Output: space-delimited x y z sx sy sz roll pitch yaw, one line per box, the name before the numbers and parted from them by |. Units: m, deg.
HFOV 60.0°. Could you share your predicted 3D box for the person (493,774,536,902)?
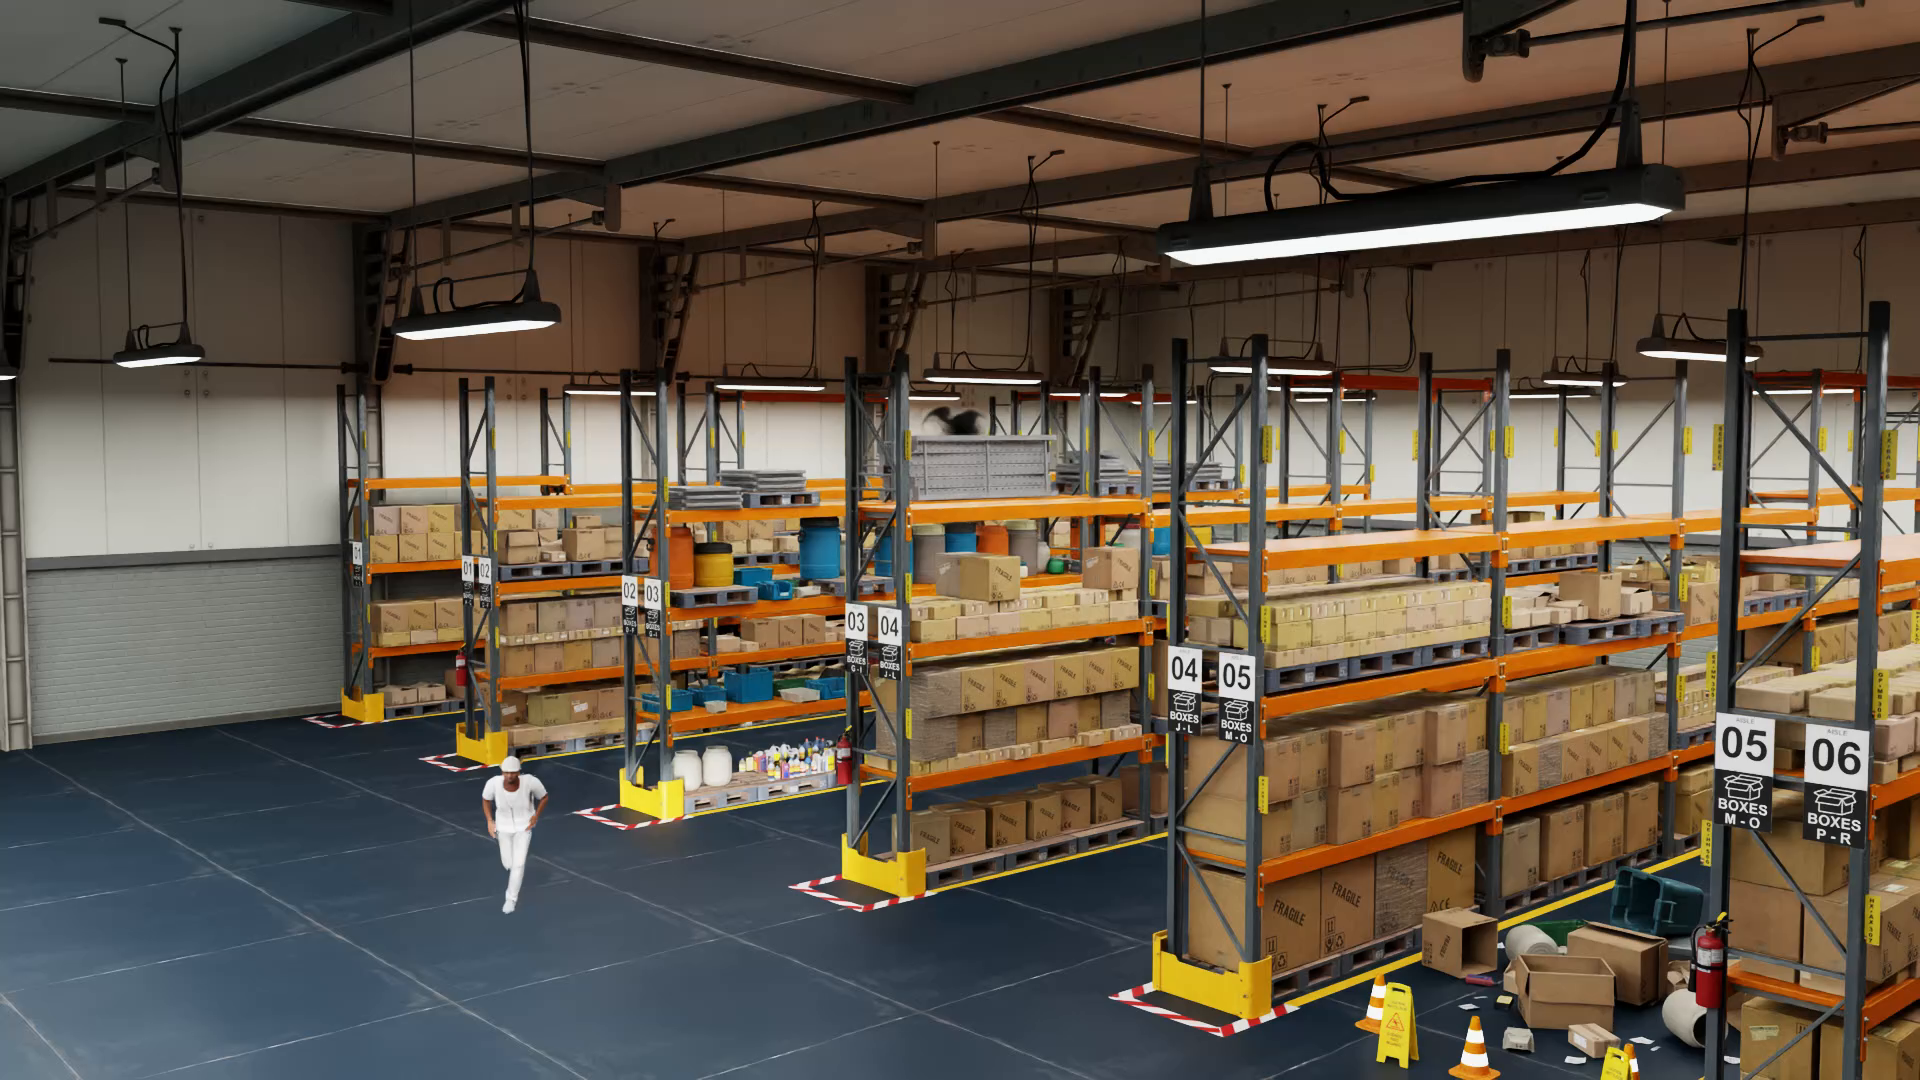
person | -4.850 3.208 18.177 0.436 1.408 0.722 -1 4 -11
